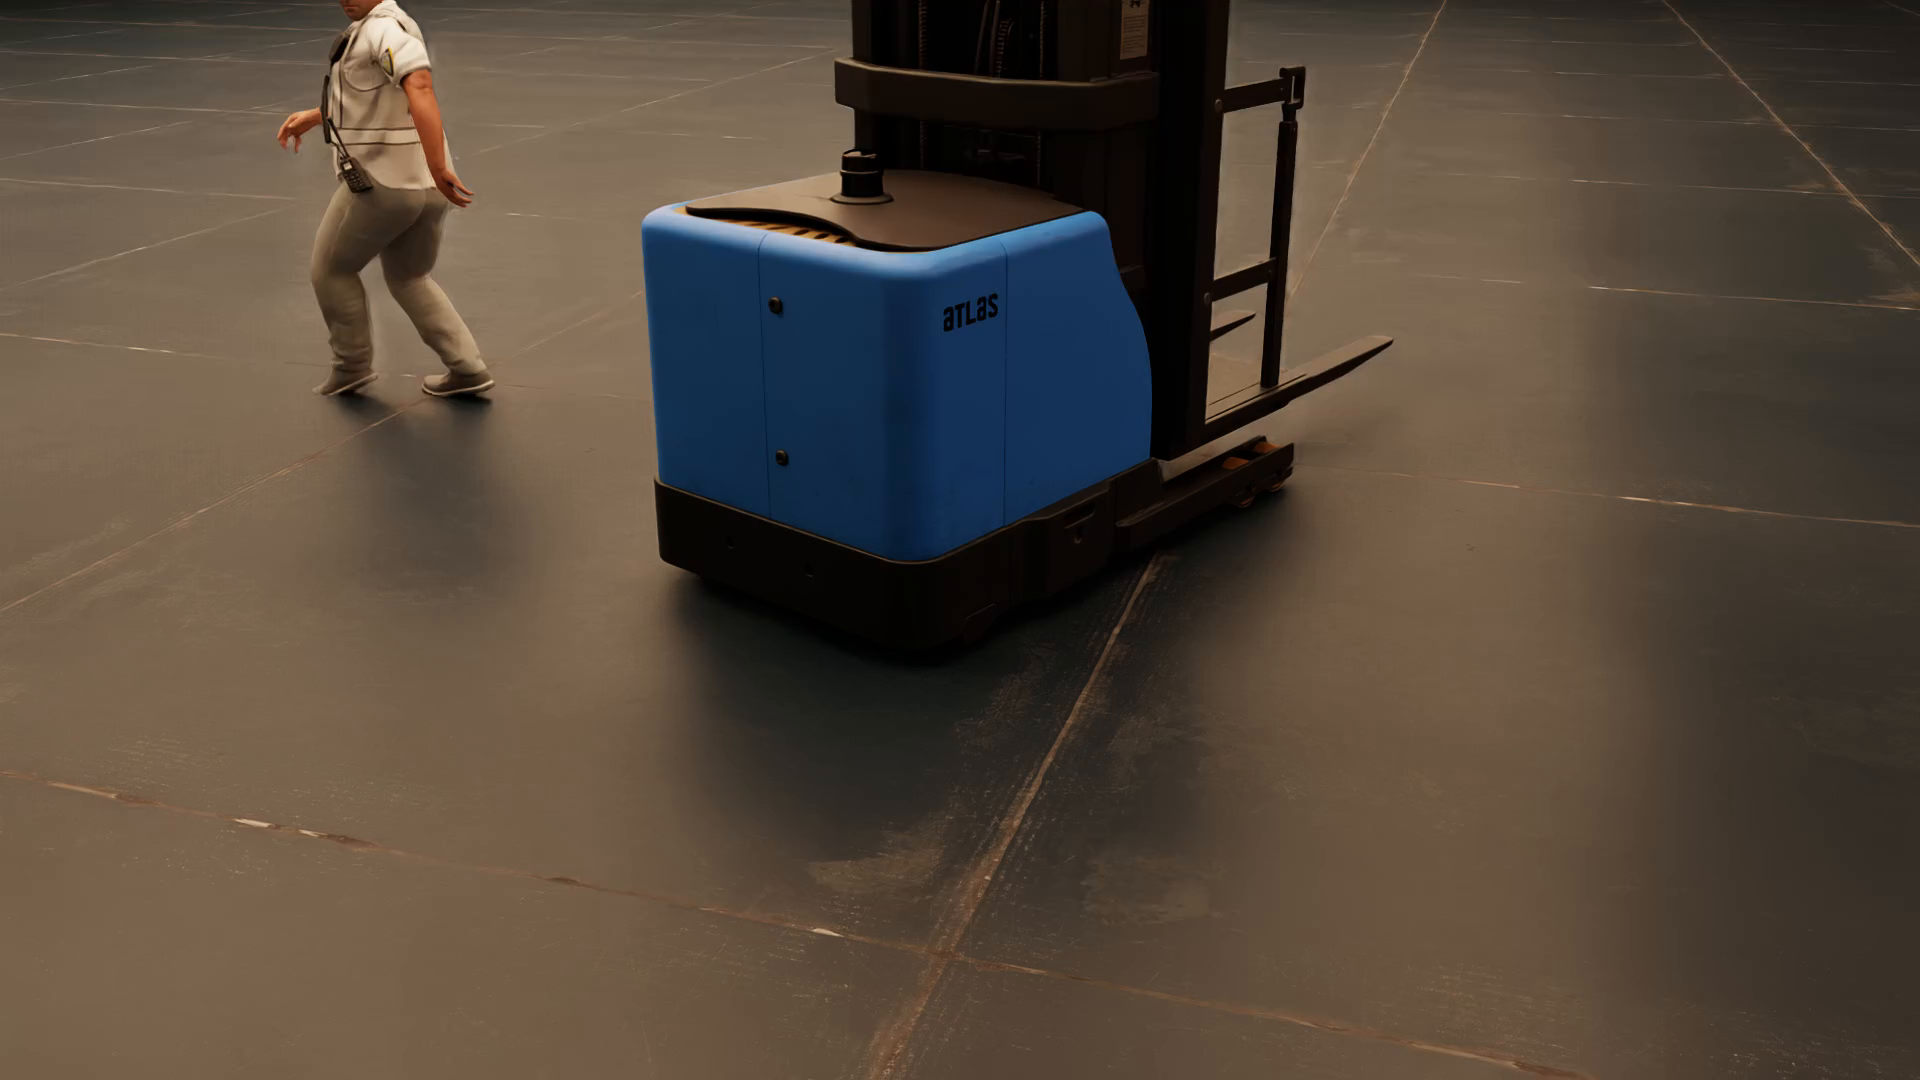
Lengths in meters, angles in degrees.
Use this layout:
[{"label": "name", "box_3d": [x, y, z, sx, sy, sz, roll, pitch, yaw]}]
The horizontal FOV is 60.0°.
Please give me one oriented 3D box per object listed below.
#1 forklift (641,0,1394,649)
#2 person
[{"label": "forklift", "box_3d": [0.453, -1.563, 5.067, 1.130, 2.935, 3.031, 18, 28, 36]}, {"label": "person", "box_3d": [-2.123, -1.322, 6.195, 0.915, 1.735, 0.579, 5, 23, 13]}]
